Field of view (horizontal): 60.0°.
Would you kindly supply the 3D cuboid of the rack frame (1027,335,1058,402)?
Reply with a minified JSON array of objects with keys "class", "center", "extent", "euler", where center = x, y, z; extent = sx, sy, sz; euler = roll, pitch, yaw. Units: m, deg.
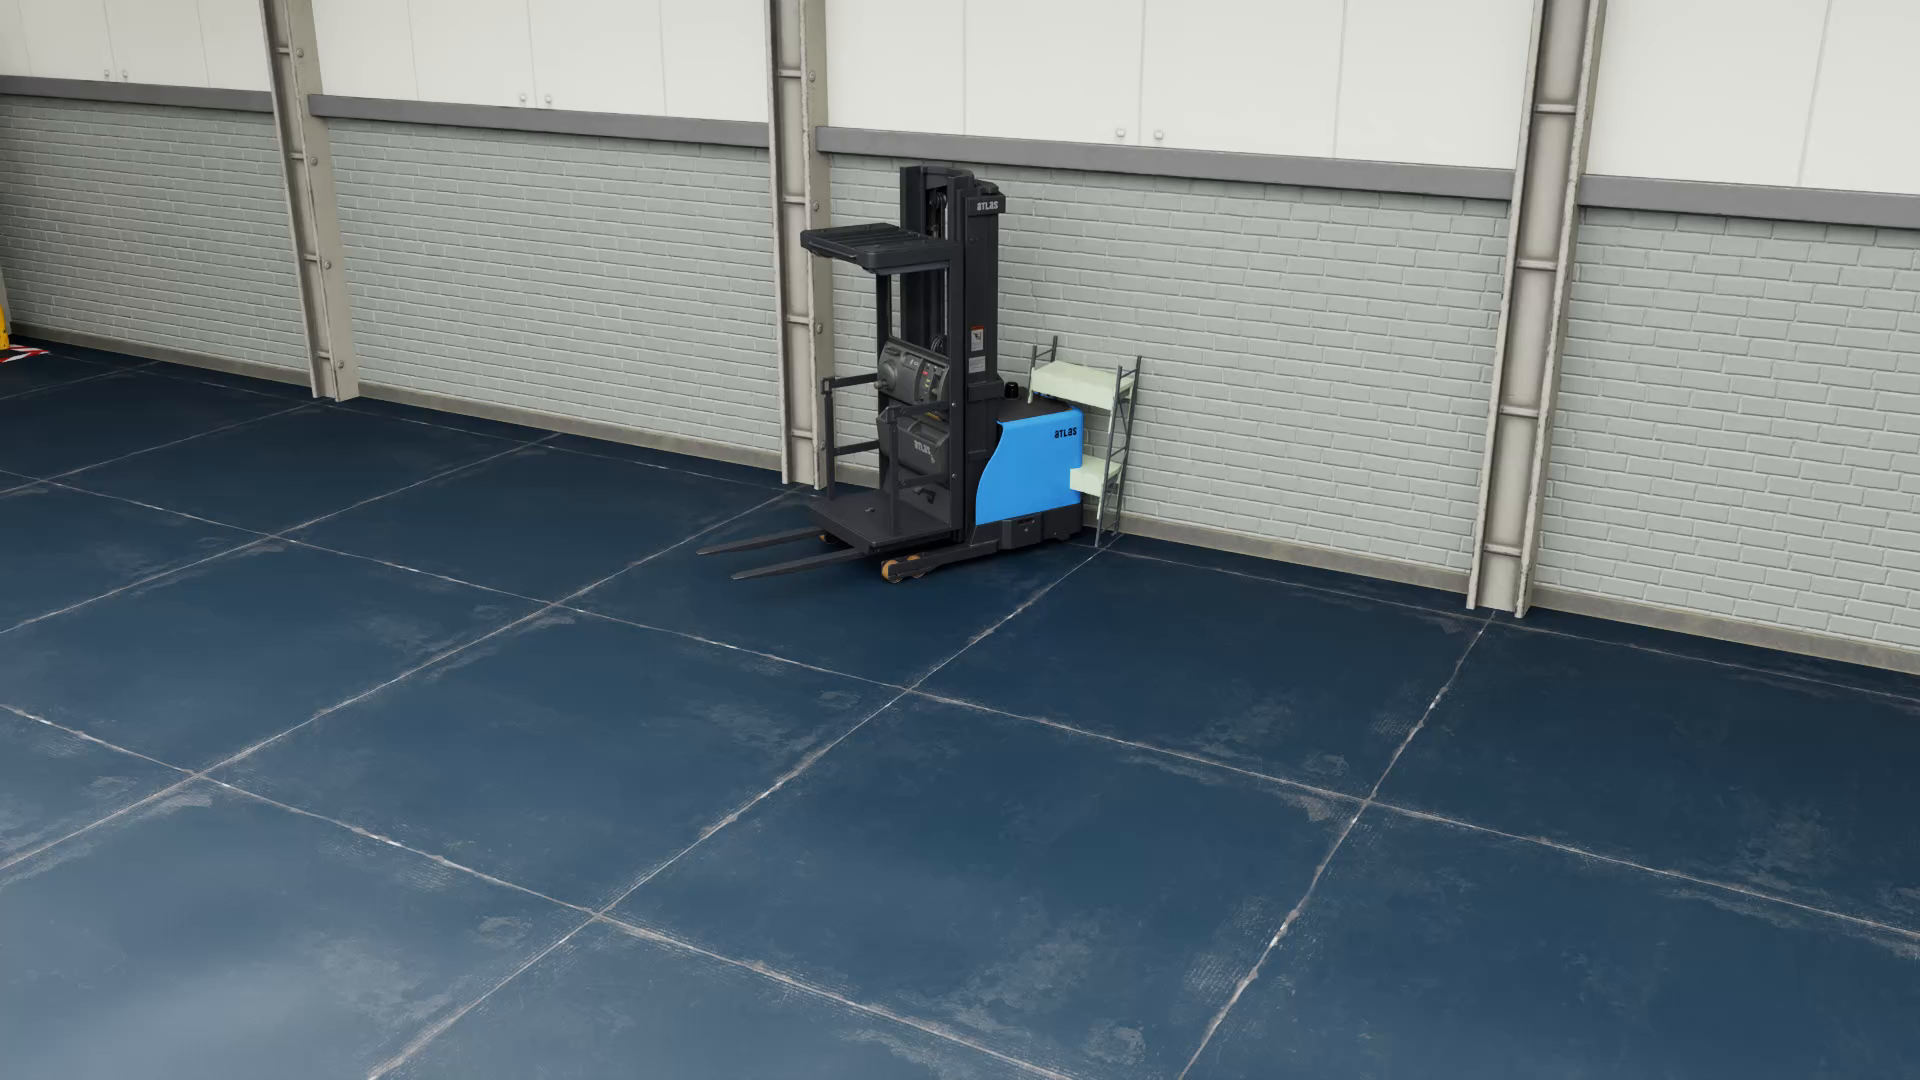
[{"class":"rack frame","center":[0.607,-0.883,13.393],"extent":[0.023,1.500,0.400],"euler":[17,25,25]}]

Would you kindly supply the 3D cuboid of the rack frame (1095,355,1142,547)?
[{"class":"rack frame","center":[1.243,-0.692,13.084],"extent":[0.023,1.500,0.400],"euler":[17,25,25]}]

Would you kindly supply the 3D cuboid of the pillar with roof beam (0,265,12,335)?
[{"class":"pillar with roof beam","center":[-13.910,-5.465,15.234],"extent":[0.400,9.000,9.100],"euler":[11,23,27]}]

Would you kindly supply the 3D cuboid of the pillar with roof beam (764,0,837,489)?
[{"class":"pillar with roof beam","center":[-3.434,-3.469,9.733],"extent":[0.400,9.000,9.100],"euler":[11,23,27]}]

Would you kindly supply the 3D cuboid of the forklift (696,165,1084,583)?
[{"class":"forklift","center":[-0.530,-1.262,12.546],"extent":[3.031,2.935,1.130],"euler":[-12,23,-31]}]

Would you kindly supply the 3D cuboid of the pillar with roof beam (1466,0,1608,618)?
[{"class":"pillar with roof beam","center":[1.804,-2.471,6.982],"extent":[0.400,9.000,9.100],"euler":[11,23,27]}]

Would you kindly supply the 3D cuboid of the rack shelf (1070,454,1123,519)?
[{"class":"rack shelf","center":[0.896,-0.488,13.365],"extent":[0.720,0.370,0.431],"euler":[17,25,25]}]

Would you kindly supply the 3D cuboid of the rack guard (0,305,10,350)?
[{"class":"rack guard","center":[-11.621,-2.363,19.147],"extent":[0.348,0.500,1.175],"euler":[11,23,27]}]

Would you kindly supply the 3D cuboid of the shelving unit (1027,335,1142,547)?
[{"class":"shelving unit","center":[0.925,-0.787,13.239],"extent":[0.755,1.500,0.431],"euler":[17,25,25]}]

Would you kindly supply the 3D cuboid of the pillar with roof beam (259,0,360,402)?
[{"class":"pillar with roof beam","center":[-8.672,-4.467,12.483],"extent":[0.400,9.000,9.100],"euler":[11,23,27]}]

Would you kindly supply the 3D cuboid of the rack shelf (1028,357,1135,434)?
[{"class":"rack shelf","center":[0.960,-1.146,13.088],"extent":[0.720,0.370,0.431],"euler":[17,25,25]}]
